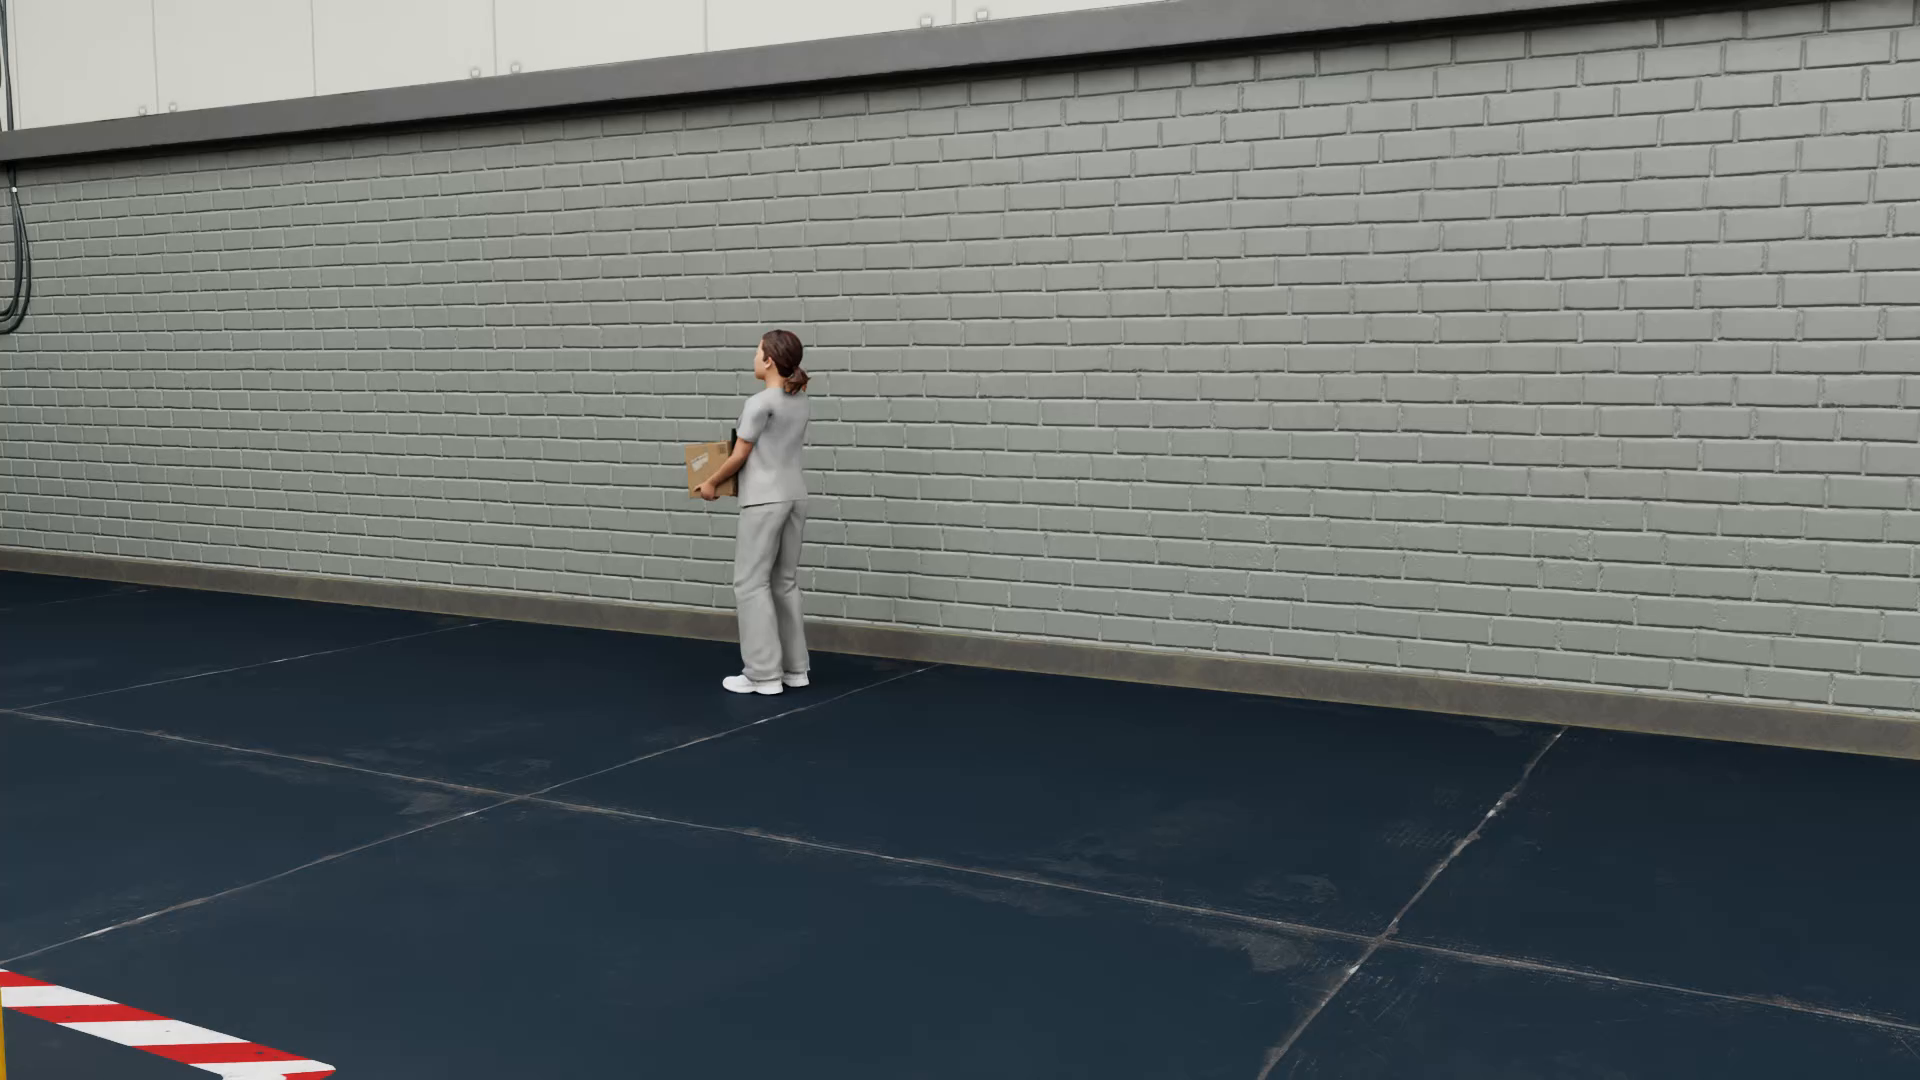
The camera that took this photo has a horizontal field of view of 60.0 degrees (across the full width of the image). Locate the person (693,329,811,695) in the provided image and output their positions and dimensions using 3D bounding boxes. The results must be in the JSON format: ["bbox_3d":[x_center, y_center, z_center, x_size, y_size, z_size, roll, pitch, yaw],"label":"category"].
[{"bbox_3d":[-0.927,-0.135,7.670,0.561,1.662,0.437,3,7,29],"label":"person"}]
